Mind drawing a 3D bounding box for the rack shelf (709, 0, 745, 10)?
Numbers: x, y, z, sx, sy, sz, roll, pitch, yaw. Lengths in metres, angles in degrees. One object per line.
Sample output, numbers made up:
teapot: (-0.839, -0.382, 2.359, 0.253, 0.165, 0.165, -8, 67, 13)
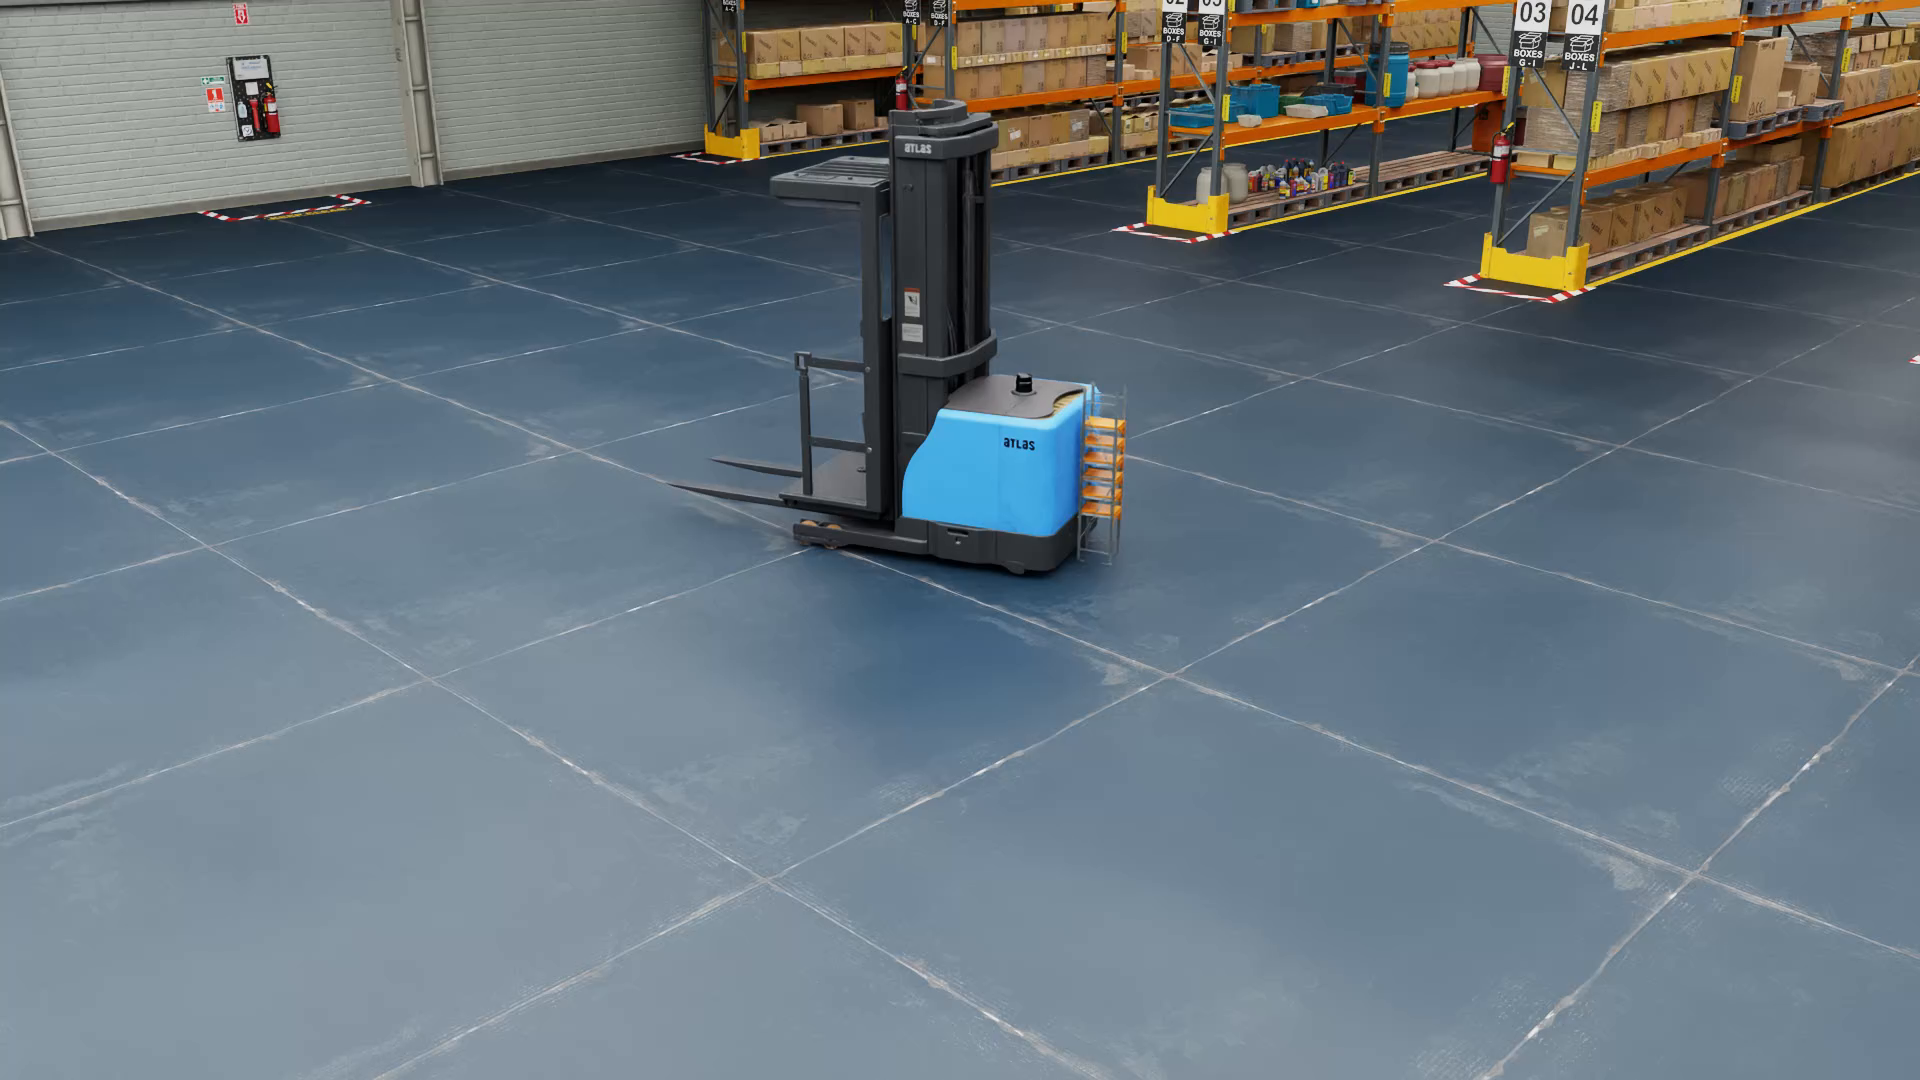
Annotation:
rack shelf: (-2.636, -9.693, 29.433, 1.077, 0.370, 4.000, 19, 28, 41)

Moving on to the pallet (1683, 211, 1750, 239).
pallet: (9.948, -4.322, 22.525, 1.003, 0.211, 1.213, 19, 28, 41)

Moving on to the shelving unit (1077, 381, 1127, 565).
shelving unit: (0.940, -0.438, 11.037, 0.258, 1.200, 0.189, 9, 23, 20)

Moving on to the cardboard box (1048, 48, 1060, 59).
cardboard box: (1.388, -7.803, 26.653, 0.250, 0.149, 0.380, -19, 28, -41)

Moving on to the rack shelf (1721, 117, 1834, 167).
rack shelf: (10.802, -5.602, 22.970, 1.077, 0.370, 4.000, 19, 28, 41)

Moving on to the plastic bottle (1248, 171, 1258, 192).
plastic bottle: (4.230, -5.208, 24.128, 0.152, 0.276, 0.135, 20, 28, 41)

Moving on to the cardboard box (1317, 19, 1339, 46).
cardboard box: (6.967, -9.944, 32.541, 0.500, 0.500, 0.700, -15, 26, -34)

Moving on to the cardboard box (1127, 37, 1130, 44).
cardboard box: (3.390, -10.618, 35.340, 0.380, 0.149, 0.250, 18, 28, 39)

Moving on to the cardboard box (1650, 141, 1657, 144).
cardboard box: (8.181, -4.750, 20.102, 0.380, 0.149, 0.250, 19, 28, 41)

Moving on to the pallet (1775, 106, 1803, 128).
pallet: (10.845, -5.843, 22.862, 1.003, 0.211, 1.213, 19, 28, 41)

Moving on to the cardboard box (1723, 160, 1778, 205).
cardboard box: (10.975, -5.020, 23.324, 0.500, 0.500, 0.700, -17, 27, -38)

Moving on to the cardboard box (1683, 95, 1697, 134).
cardboard box: (8.674, -5.389, 20.860, 0.875, 0.500, 0.500, 19, 28, 41)

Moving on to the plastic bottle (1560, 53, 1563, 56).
plastic bottle: (10.877, -8.677, 30.132, 0.061, 0.283, 0.133, 19, 28, 41)

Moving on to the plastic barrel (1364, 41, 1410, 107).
plastic barrel: (6.344, -6.920, 24.700, 0.600, 0.901, 0.708, 19, 28, 41)

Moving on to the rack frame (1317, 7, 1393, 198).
rack frame: (5.858, -6.663, 24.729, 1.000, 3.000, 0.127, 19, 28, 41)

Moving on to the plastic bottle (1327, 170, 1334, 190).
plastic bottle: (5.397, -5.261, 24.254, 0.133, 0.283, 0.061, -18, 27, -39)

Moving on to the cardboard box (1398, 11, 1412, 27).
cardboard box: (8.782, -10.657, 33.587, 0.500, 0.500, 0.500, 18, 28, 39)

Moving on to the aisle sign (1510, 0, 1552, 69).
aisle sign: (6.358, -5.668, 18.516, 0.394, 0.787, 0.004, 19, 28, 41)

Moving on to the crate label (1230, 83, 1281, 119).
crate label: (4.157, -6.192, 23.454, 0.502, 0.435, 0.616, 19, 28, 41)

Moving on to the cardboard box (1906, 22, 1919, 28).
cardboard box: (16.543, -8.608, 28.538, 0.500, 0.500, 0.500, 18, 28, 39)

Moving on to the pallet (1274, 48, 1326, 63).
pallet: (6.455, -9.343, 31.970, 1.003, 0.211, 1.213, 19, 28, 41)

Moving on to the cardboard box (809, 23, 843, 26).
cardboard box: (-2.433, -9.104, 30.217, 0.500, 0.500, 0.500, -19, 28, -41)

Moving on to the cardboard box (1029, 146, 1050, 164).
cardboard box: (1.102, -6.255, 26.915, 0.500, 0.250, 0.500, 19, 28, 41)

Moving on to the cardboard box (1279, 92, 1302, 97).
cardboard box: (6.339, -8.279, 31.805, 0.500, 0.500, 0.500, 19, 28, 40)

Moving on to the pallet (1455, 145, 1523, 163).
pallet: (9.168, -6.603, 28.458, 1.003, 0.211, 1.213, 19, 28, 41)

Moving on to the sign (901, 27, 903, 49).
sign: (-0.858, -7.666, 25.394, 0.100, 0.325, 0.005, 19, 28, 41)

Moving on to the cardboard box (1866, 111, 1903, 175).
cardboard box: (13.932, -6.284, 26.120, 1.225, 0.875, 0.875, 18, 27, 39)

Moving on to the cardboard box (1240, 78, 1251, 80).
cardboard box: (6.365, -10.923, 38.710, 0.700, 0.500, 0.500, 19, 28, 40)

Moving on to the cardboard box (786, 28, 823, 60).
cardboard box: (-2.766, -8.707, 29.182, 0.500, 0.500, 0.500, 18, 27, 39)

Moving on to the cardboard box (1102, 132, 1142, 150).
cardboard box: (2.770, -6.858, 28.483, 0.500, 0.250, 0.500, 18, 28, 39)

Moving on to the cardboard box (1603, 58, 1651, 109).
cardboard box: (7.549, -5.247, 19.098, 0.500, 0.500, 0.500, 19, 28, 41)

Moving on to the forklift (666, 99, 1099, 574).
forklift: (-0.603, -1.470, 11.314, 3.031, 2.935, 1.130, 9, 23, 21)

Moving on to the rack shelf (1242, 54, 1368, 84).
rack shelf: (6.497, -9.110, 32.098, 1.077, 0.370, 4.000, 19, 28, 41)

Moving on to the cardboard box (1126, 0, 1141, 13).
cardboard box: (3.478, -11.300, 35.165, 0.500, 0.250, 0.500, -19, 28, -41)

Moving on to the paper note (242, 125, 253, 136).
paper note: (-10.272, -5.903, 23.980, 0.016, 0.148, 0.142, 19, 28, 41)

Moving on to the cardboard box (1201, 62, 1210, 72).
cardboard box: (4.252, -8.473, 29.787, 0.250, 0.149, 0.380, -18, 27, -38)

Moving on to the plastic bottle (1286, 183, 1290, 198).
plastic bottle: (4.628, -4.949, 23.555, 0.097, 0.201, 0.097, 0, 21, 0)

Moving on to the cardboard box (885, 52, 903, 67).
cardboard box: (-1.354, -8.884, 30.689, 0.500, 0.250, 0.500, 19, 28, 41)

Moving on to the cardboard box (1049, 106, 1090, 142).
cardboard box: (1.787, -6.867, 27.461, 0.500, 0.500, 0.500, 19, 28, 41)

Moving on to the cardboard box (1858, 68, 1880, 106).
cardboard box: (13.444, -6.821, 25.000, 0.500, 0.500, 0.500, 19, 28, 40)

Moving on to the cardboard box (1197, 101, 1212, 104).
cardboard box: (4.555, -7.775, 30.087, 0.500, 0.311, 0.500, 19, 28, 40)

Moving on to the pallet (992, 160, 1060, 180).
pallet: (0.875, -6.093, 27.132, 1.003, 0.211, 1.213, 19, 28, 41)

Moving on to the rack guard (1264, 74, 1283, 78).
rack guard: (7.148, -11.066, 39.670, 1.175, 0.500, 0.348, 19, 28, 41)

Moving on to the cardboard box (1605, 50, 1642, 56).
cardboard box: (7.873, -5.635, 20.106, 0.500, 0.500, 0.500, 19, 28, 41)

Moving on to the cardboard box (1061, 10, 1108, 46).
cardboard box: (2.006, -8.440, 27.405, 0.700, 0.500, 0.500, 19, 28, 41)

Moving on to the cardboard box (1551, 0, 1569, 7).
cardboard box: (6.586, -6.061, 18.634, 0.380, 0.149, 0.250, 19, 28, 41)

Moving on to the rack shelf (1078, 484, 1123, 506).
rack shelf: (0.938, -0.285, 11.097, 0.258, 0.103, 0.180, 9, 23, 20)

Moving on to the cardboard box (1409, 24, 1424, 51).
cardboard box: (9.148, -10.330, 34.130, 0.500, 0.500, 0.500, 19, 28, 40)

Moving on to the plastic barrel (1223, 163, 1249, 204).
plastic barrel: (3.821, -4.987, 23.250, 0.421, 0.512, 0.421, 0, 21, 0)

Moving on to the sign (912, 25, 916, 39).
sign: (-0.846, -9.413, 30.676, 0.100, 0.325, 0.005, 19, 28, 41)

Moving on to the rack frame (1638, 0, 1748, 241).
rack frame: (9.406, -5.423, 21.503, 1.000, 3.000, 0.127, 19, 28, 41)

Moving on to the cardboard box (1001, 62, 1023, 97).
cardboard box: (0.569, -7.301, 26.250, 0.700, 0.500, 0.500, 19, 28, 41)

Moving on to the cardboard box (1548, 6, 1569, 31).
cardboard box: (6.770, -5.913, 18.805, 0.500, 0.250, 0.500, -19, 28, -41)

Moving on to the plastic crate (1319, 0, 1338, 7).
plastic crate: (5.028, -7.426, 22.901, 0.243, 0.136, 0.396, 19, 28, 41)
